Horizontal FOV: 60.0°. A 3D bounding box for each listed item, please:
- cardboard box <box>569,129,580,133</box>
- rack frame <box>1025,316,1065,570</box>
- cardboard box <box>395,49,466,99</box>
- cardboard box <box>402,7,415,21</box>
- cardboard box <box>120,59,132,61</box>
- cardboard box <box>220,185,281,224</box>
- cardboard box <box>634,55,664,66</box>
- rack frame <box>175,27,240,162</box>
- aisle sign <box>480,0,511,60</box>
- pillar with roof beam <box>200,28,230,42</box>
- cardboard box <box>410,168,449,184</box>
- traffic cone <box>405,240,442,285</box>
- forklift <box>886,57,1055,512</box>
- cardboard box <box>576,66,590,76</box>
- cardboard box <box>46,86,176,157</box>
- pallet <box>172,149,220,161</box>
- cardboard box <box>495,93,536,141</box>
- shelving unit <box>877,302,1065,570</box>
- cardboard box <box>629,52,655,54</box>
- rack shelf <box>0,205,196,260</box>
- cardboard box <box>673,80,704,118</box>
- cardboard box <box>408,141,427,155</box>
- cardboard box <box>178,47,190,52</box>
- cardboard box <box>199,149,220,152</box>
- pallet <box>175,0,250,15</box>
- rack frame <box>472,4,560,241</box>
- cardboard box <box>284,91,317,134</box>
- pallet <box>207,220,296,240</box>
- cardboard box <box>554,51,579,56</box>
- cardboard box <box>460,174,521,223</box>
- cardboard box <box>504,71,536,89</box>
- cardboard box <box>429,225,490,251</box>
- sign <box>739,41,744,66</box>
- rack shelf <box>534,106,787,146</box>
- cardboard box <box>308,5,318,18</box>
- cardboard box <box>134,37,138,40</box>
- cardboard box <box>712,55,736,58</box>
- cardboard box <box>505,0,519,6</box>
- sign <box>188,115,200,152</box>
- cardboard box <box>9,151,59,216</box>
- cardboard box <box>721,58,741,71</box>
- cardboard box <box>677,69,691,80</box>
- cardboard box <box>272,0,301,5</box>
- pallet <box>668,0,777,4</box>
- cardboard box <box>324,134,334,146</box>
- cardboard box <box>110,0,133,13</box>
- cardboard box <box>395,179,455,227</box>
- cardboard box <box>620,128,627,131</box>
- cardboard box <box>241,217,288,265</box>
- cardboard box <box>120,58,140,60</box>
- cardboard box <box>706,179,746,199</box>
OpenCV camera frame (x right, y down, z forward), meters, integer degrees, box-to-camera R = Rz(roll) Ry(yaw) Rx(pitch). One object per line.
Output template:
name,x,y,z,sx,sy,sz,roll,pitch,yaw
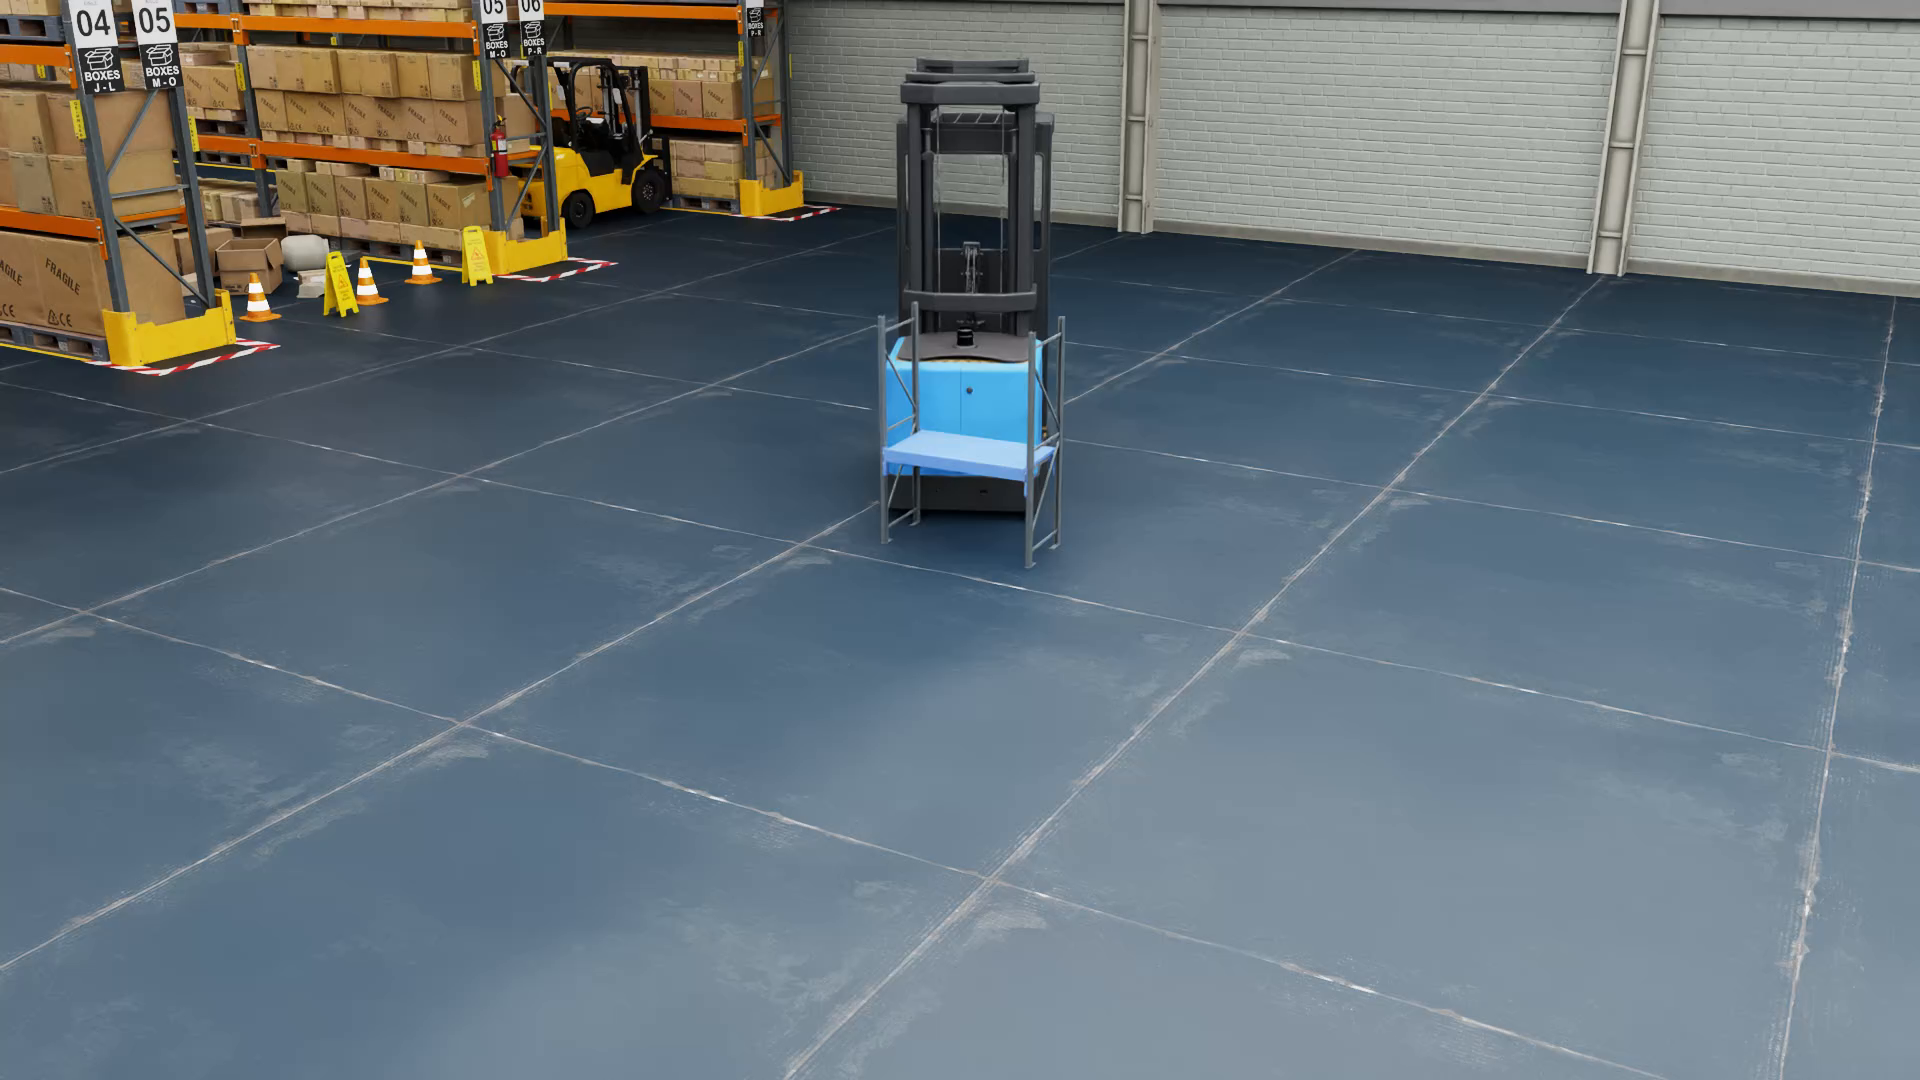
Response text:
cardboard box,-5.942,-6.029,25.036,0.500,0.250,0.500,10,22,26
rack frame,0.528,-0.599,10.316,0.032,1.500,0.500,9,22,24
cardboard box,-6.127,-5.447,19.434,0.500,0.500,0.700,11,23,28
cardboard box,-6.221,-6.100,19.252,0.250,0.149,0.380,11,23,28
cardboard box,-11.382,-6.170,22.278,0.500,0.500,0.500,12,23,30
cardboard box,-9.087,-4.398,21.828,0.625,0.372,0.950,11,23,28
cardboard box,-4.476,-6.904,23.966,0.250,0.149,0.380,11,23,28
rack frame,-13.195,-8.158,28.956,0.127,3.000,1.000,11,23,27
aisle sign,-5.224,-5.809,18.669,0.004,0.787,0.394,11,23,27
pillar with roof beam,-15.463,-10.081,25.459,0.400,9.000,9.100,11,23,27
cardboard box,-6.316,-4.343,19.804,0.250,0.149,0.380,12,23,29
traffic cone,-6.141,-3.179,18.950,0.334,0.463,0.336,11,23,27
forklift,0.117,-2.024,12.145,1.130,2.935,3.031,1,20,4
cardboard box,-5.414,-6.907,24.411,0.250,0.149,0.380,11,23,28
cardboard box,-7.767,-3.845,15.263,0.550,0.550,0.875,11,23,27
pallet,-13.794,-6.961,29.747,1.213,0.211,1.003,11,23,27
cardboard box,-5.414,-5.032,19.756,0.500,0.500,0.500,10,22,26
shelving unit,0.070,-0.674,10.523,1.048,1.500,0.538,9,22,24
cardboard box,-4.682,-7.134,24.598,0.250,0.149,0.380,11,22,27
rack shelf,-9.208,-3.188,16.310,4.000,0.370,1.077,11,23,27
cardboard box,-3.725,-6.302,23.693,0.500,0.500,0.500,12,23,29
cardboard box,-6.295,-4.656,19.671,0.250,0.149,0.380,11,23,28
cardboard box,-10.555,-6.516,22.278,0.250,0.149,0.380,10,22,25
cardboard box,-12.882,-7.033,28.904,0.500,0.500,0.500,12,23,30
pallet,-9.115,-6.805,21.104,1.003,0.211,1.213,11,23,27
rack frame,-5.136,-4.684,19.379,0.127,3.000,1.000,11,23,27
cardboard box,-7.931,-5.303,20.504,0.500,0.500,0.500,11,23,27
pallet,-9.309,-4.167,22.044,1.213,0.211,1.003,11,23,27
cardboard box,-5.796,-7.167,24.689,0.250,0.149,0.380,11,23,28
cardboard box,-5.727,-4.162,20.256,0.500,0.500,0.500,10,22,26
cardboard box,-6.764,-6.998,25.244,0.500,0.250,0.500,10,22,26
cardboard box,-5.994,-3.647,19.937,0.500,0.250,0.500,11,23,27
sign,-2.996,-6.659,22.778,0.005,0.325,0.100,11,23,27
rack shelf,-4.465,-6.157,24.494,4.000,0.370,1.077,11,23,27
cardboard box,-7.577,-6.347,19.932,0.250,0.149,0.380,10,22,26
cardboard box,-14.365,-8.907,29.704,0.500,0.500,0.500,10,22,26
cardboard box,-3.357,-6.867,23.863,0.250,0.149,0.380,11,23,28
cardboard box,-5.445,-6.326,19.292,0.500,0.250,0.500,10,22,26
sign,-7.186,-3.802,15.562,0.005,0.325,0.100,11,23,27
cardboard box,-8.299,-3.397,15.612,0.550,0.550,0.875,11,23,27
cardboard box,-3.134,-6.651,23.267,0.250,0.149,0.380,11,23,27
cardboard box,-3.803,-6.628,23.641,0.250,0.149,0.380,11,22,27
cardboard box,-7.923,-6.591,20.021,0.500,0.250,0.500,11,22,27
pallet,-3.323,-7.656,23.303,1.213,0.211,1.003,11,23,27
cardboard box,-7.570,-4.935,20.440,0.250,0.149,0.380,11,23,27
cardboard box,-7.605,-4.882,15.133,0.250,0.149,0.380,11,23,28
cardboard box,-6.420,-4.083,20.038,0.500,0.500,0.500,12,23,29
cardboard box,-5.237,-6.098,25.228,0.500,0.250,0.500,10,22,27
cardboard box,-8.356,-3.592,20.031,0.500,0.500,0.500,-7,21,-20
cardboard box,-11.131,-6.323,22.699,0.500,0.500,0.500,10,22,26
cardboard box,-3.283,-5.051,23.808,0.500,0.250,0.500,11,23,28
